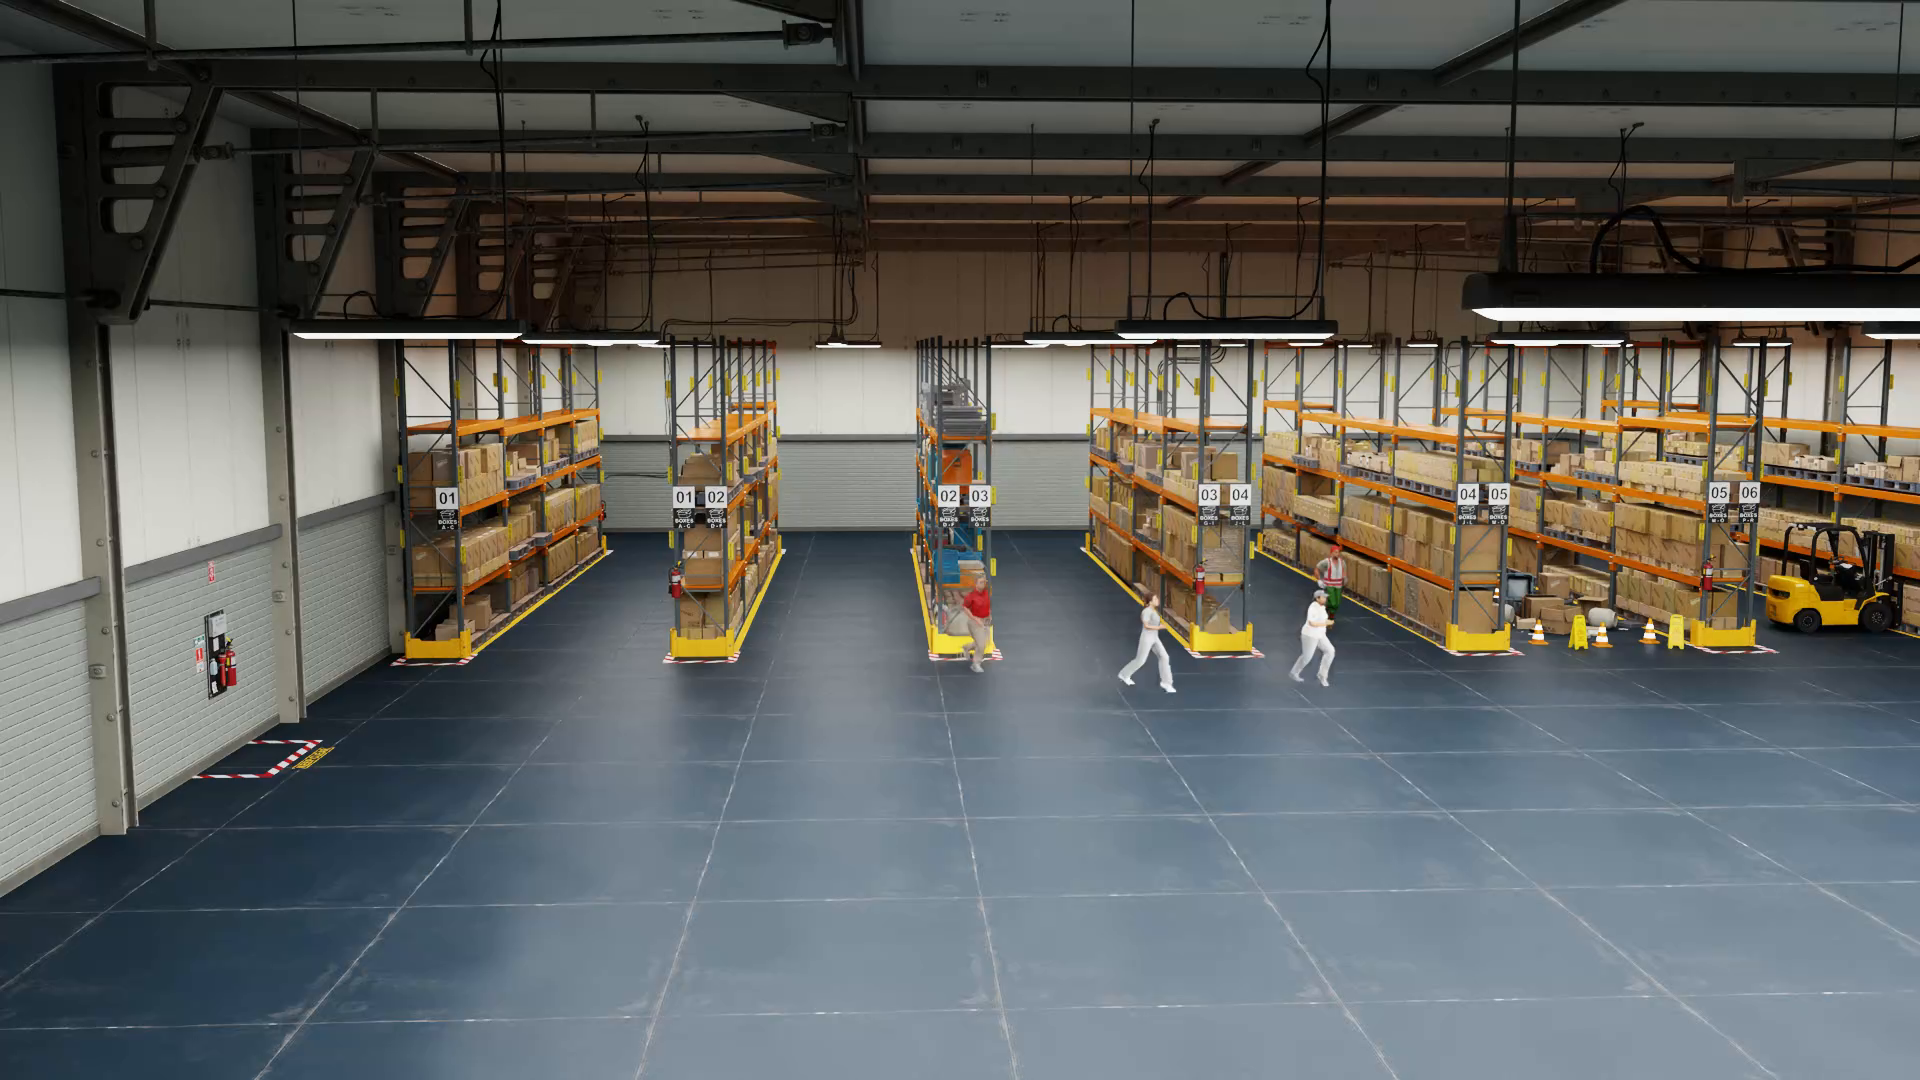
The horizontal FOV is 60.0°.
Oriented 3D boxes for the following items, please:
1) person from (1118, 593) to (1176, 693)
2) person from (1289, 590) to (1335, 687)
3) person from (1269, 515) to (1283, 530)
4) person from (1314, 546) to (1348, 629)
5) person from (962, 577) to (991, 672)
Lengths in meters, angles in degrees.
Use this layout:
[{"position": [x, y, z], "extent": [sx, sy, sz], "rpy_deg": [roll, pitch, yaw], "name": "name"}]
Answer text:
[{"position": [3.134, 1.732, 27.993], "extent": [1.009, 1.709, 0.534], "rpy_deg": [4, 7, 29], "name": "person"}, {"position": [6.038, 1.681, 28.483], "extent": [0.820, 1.695, 0.627], "rpy_deg": [5, 8, 36], "name": "person"}, {"position": [9.401, -0.653, 49.036], "extent": [0.676, 1.675, 0.628], "rpy_deg": [4, 7, 29], "name": "person"}, {"position": [7.686, 0.978, 34.189], "extent": [0.664, 1.737, 0.567], "rpy_deg": [-2, 7, -19], "name": "person"}, {"position": [0.276, 1.502, 29.938], "extent": [0.671, 1.712, 0.670], "rpy_deg": [6, 9, 42], "name": "person"}]
